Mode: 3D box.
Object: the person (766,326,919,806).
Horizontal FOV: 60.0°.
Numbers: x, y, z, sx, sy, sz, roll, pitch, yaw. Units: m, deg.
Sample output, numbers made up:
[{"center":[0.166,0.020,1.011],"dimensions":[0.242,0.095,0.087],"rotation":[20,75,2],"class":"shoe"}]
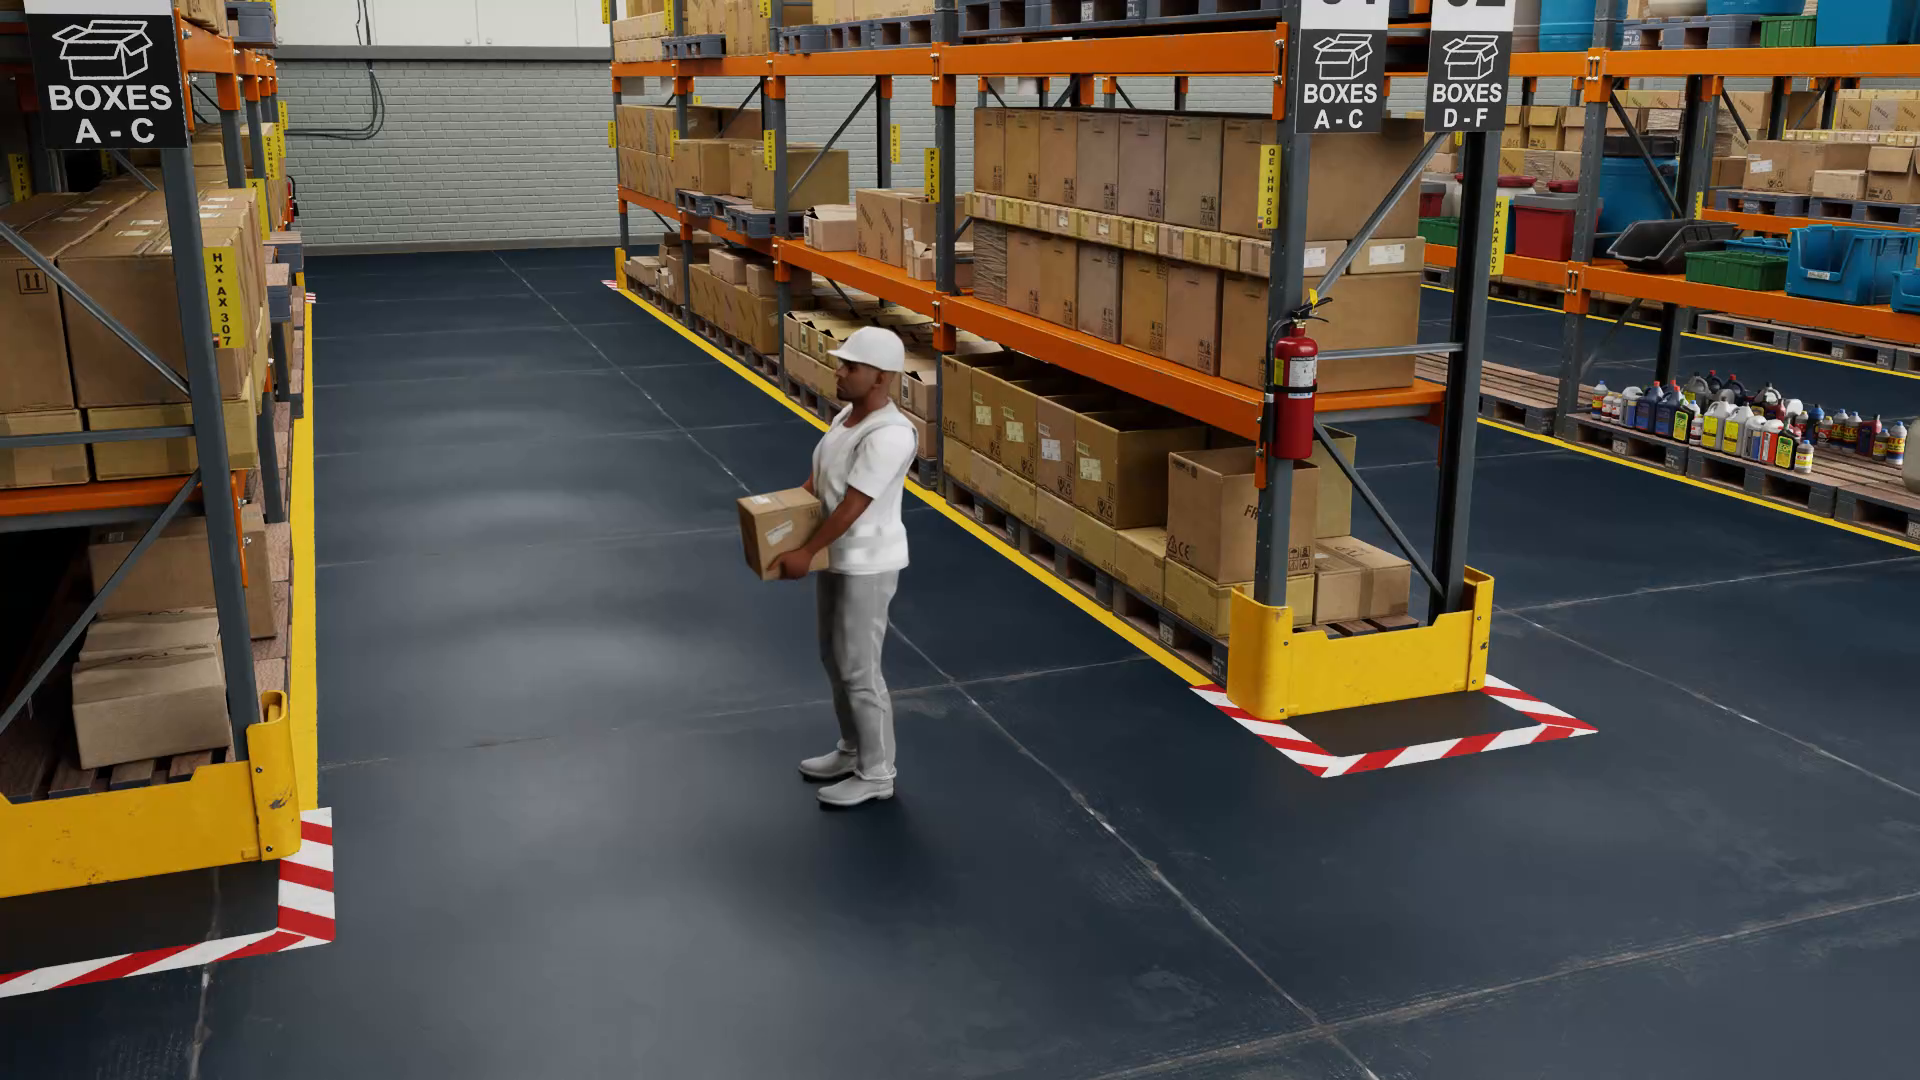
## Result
[{"center":[-0.464,0.101,6.119],"dimensions":[0.576,1.765,0.507],"rotation":[-6,17,-20],"class":"person"}]
